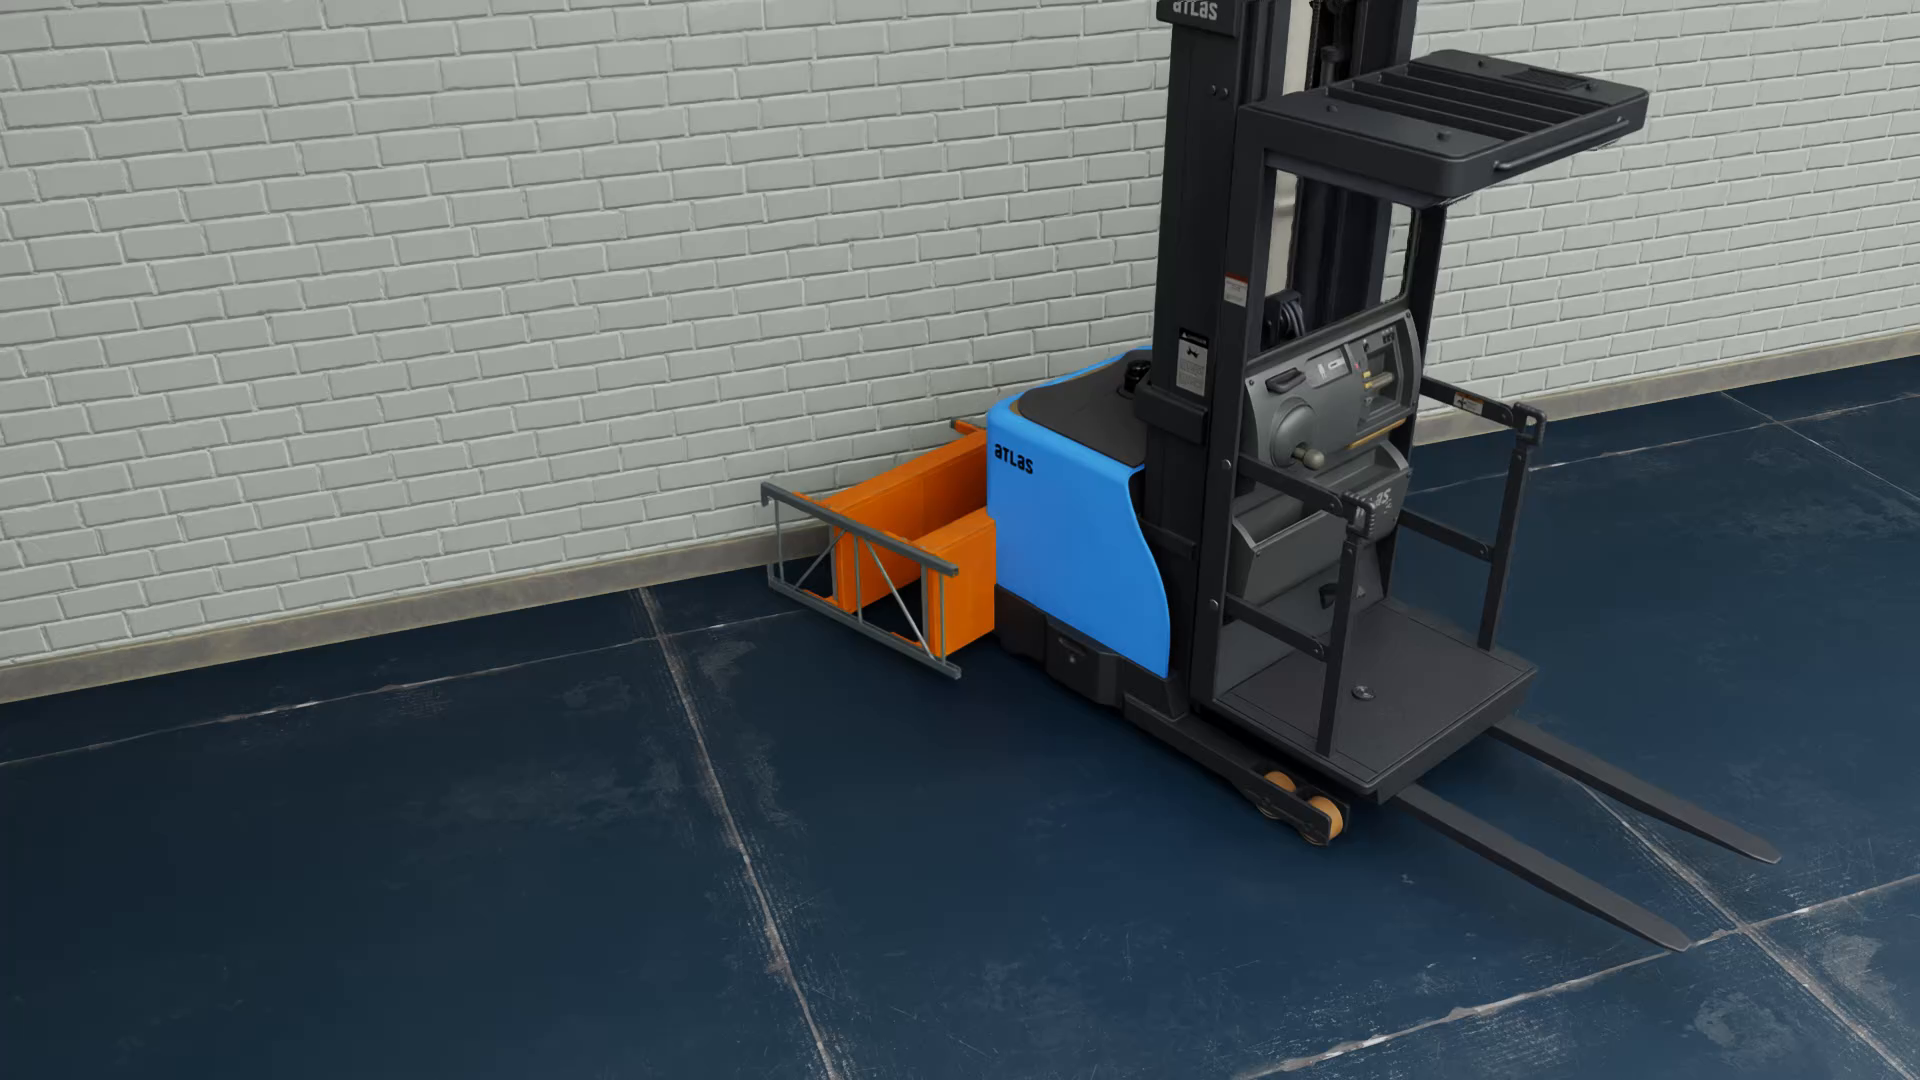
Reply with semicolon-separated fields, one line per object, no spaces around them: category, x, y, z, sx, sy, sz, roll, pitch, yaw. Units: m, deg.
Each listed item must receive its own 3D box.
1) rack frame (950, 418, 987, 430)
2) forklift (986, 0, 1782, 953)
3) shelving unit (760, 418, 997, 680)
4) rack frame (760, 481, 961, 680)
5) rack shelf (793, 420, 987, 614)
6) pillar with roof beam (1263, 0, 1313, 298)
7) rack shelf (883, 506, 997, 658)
rack frame;0.280;-0.203;7.434;1.125;0.500;0.032;23;36;38
forklift;1.448;-0.486;5.643;1.130;2.935;3.031;-24;37;-36
shelving unit;-0.070;-0.026;7.110;1.125;0.538;1.048;23;36;38
rack frame;-0.419;0.151;6.786;1.125;0.500;0.032;23;36;38
rack shelf;-0.247;-0.101;7.261;0.278;0.538;1.000;23;36;38
pillar with roof beam;2.932;-2.165;2.460;0.400;9.000;9.100;-10;31;-18
rack shelf;0.143;0.064;6.930;0.278;0.538;1.000;23;36;38
